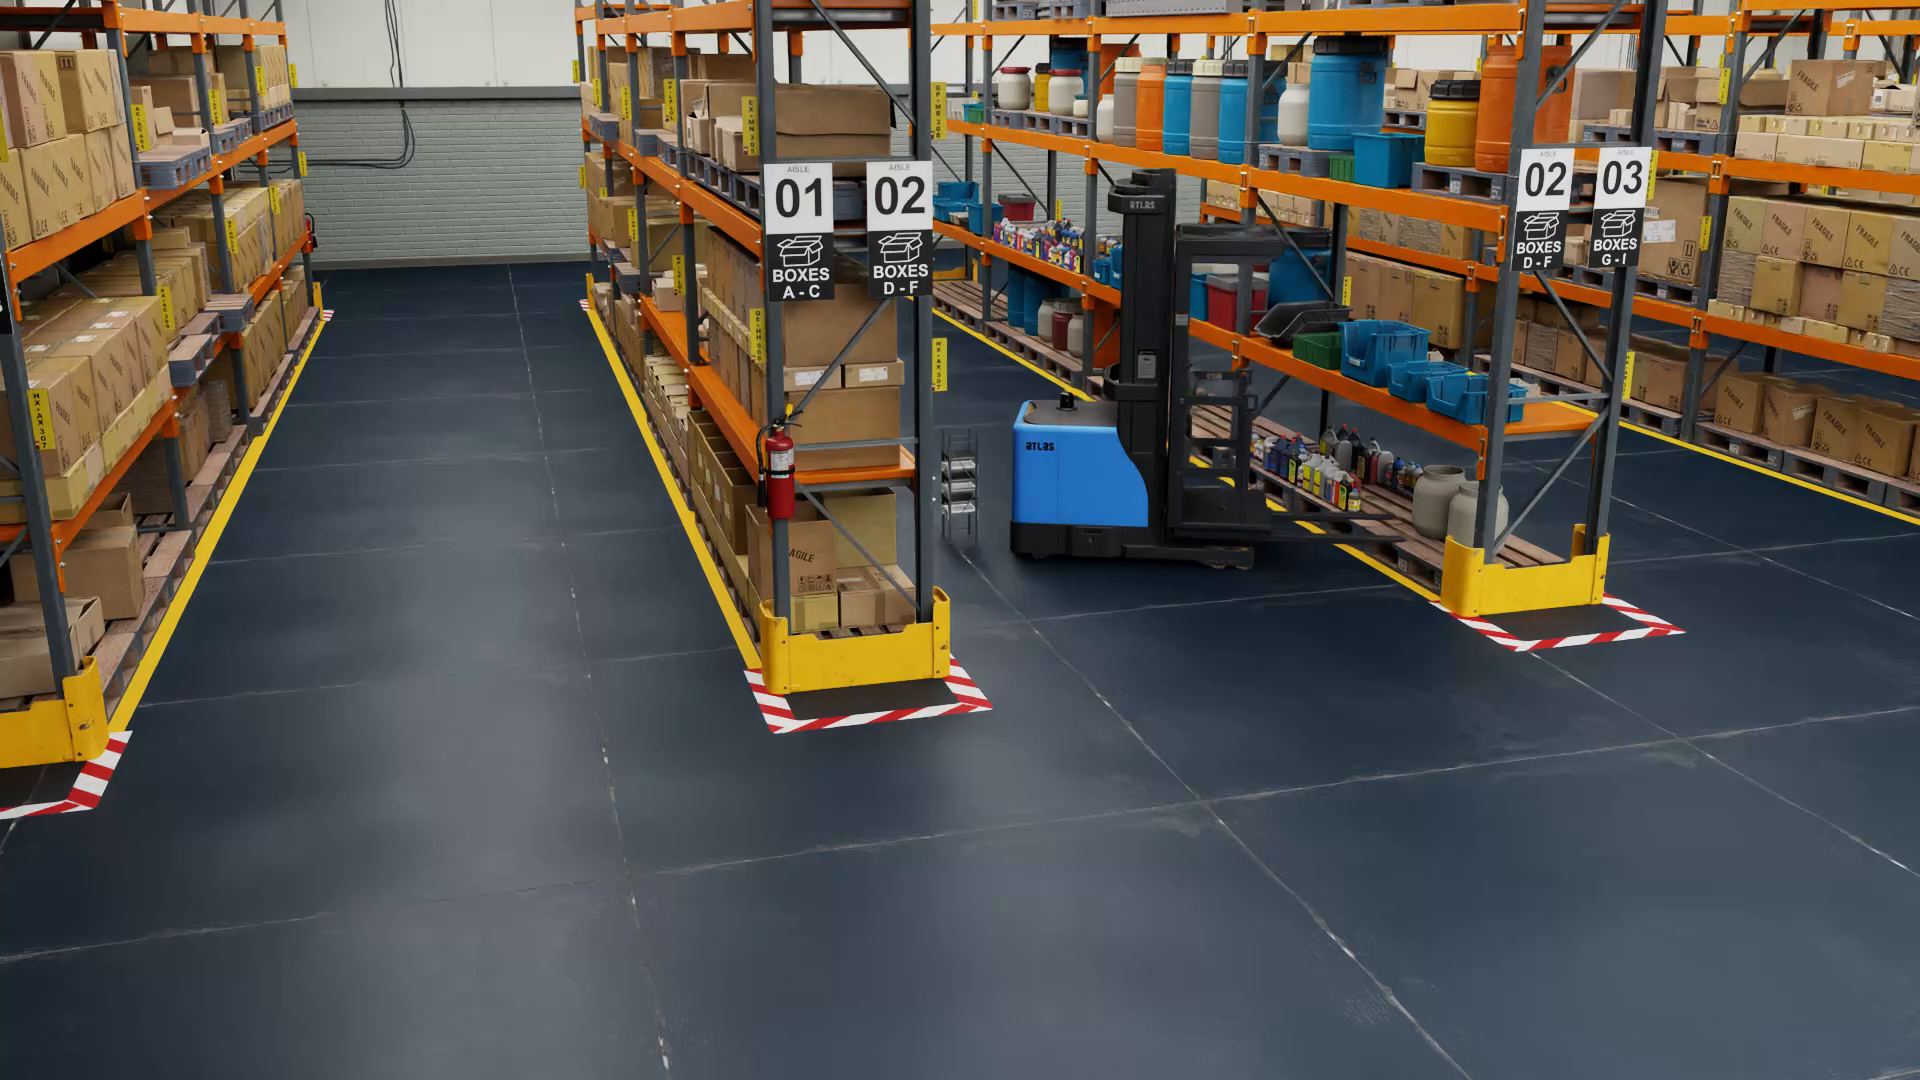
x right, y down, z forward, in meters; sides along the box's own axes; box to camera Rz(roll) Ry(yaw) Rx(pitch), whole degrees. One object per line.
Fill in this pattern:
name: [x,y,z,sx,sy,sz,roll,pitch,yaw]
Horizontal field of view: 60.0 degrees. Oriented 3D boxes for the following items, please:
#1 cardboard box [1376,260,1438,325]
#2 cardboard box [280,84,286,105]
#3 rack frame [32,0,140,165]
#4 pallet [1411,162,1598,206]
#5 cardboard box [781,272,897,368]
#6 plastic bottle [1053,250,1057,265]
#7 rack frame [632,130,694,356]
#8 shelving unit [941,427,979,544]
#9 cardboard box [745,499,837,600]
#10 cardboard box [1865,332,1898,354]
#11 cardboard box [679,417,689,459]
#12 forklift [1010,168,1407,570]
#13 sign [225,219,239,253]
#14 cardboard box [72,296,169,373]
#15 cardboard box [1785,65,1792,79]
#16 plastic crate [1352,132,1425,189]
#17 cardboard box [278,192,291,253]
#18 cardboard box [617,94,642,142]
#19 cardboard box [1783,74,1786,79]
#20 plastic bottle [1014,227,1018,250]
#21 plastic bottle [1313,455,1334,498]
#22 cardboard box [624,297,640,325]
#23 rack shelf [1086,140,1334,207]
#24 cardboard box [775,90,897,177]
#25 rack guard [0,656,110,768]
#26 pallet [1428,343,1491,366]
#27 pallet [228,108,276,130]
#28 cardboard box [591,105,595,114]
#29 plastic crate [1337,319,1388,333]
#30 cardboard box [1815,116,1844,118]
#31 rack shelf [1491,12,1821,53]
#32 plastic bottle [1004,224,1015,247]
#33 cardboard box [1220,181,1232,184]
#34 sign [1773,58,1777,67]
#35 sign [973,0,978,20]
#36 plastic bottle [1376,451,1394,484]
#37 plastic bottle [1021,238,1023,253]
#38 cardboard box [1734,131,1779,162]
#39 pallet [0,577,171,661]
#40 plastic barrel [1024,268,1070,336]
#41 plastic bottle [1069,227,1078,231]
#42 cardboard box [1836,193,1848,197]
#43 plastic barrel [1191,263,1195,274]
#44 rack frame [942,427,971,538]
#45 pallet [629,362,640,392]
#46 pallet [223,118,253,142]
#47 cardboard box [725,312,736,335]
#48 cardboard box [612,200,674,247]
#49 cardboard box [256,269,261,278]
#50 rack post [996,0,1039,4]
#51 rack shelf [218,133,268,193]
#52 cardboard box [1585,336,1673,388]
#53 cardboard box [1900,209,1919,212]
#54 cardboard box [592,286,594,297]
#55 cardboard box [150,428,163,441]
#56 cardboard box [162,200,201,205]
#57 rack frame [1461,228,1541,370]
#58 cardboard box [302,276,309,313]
cardboard box: [6.256,-3.196,21.841,1.225,0.875,0.875,-5,17,-15]
cardboard box: [-9.223,-5.899,22.019,0.500,0.250,0.500,-5,18,-17]
rack frame: [-6.526,-4.164,11.674,1.000,3.000,0.127,-5,17,-15]
pallet: [3.966,-2.551,11.844,1.003,0.211,1.213,-5,17,-15]
cardboard box: [-0.795,-1.392,10.442,0.700,0.500,0.500,-5,17,-15]
plastic bottle: [1.168,-3.396,19.888,0.097,0.201,0.097,0,17,0]
rack frame: [-2.863,-2.790,17.528,1.000,3.000,0.127,-5,17,-15]
shelving unit: [-0.002,-0.433,13.330,0.258,0.900,0.210,-5,17,-15]
cardboard box: [-1.098,0.054,10.804,0.500,0.500,0.500,-5,17,-15]
cardboard box: [8.071,-1.709,14.363,0.380,0.149,0.250,-5,17,-15]
cardboard box: [-2.151,-0.926,14.396,0.500,0.311,0.500,-5,17,-15]
forklift: [1.944,-1.336,12.806,3.031,2.935,1.130,2,17,7]
sign: [-7.106,-2.960,16.217,0.100,0.325,0.005,-5,17,-15]
cardboard box: [-6.098,-1.482,12.094,0.500,0.500,0.500,-5,17,-15]
cardboard box: [10.943,-6.020,21.560,0.396,0.266,0.258,-5,17,-15]
plastic crate: [3.286,-2.901,12.709,0.392,0.384,0.575,-5,17,-15]
cardboard box: [-9.053,-4.002,21.038,0.980,0.700,0.700,-5,17,-17]
cardboard box: [-3.298,-4.678,18.423,0.910,0.500,0.500,-5,17,-15]
cardboard box: [14.356,-7.794,28.221,0.500,0.311,0.500,-4,17,-14]
plastic bottle: [0.736,-3.851,21.260,0.061,0.283,0.133,-5,17,-15]
plastic bottle: [3.043,-0.539,13.873,0.144,0.351,0.185,-4,17,-13]
cardboard box: [-3.651,-2.701,19.507,0.500,0.250,0.500,-5,17,-16]
rack shelf: [2.450,-3.720,16.658,1.077,0.370,4.000,-5,17,-15]
cardboard box: [-0.818,-2.491,10.164,0.797,0.503,0.637,-3,17,-11]
rack guard: [-5.447,0.991,9.283,1.175,0.500,0.348,-5,17,-15]
pallet: [6.519,-2.461,21.278,1.003,0.211,1.213,-5,17,-15]
pallet: [-8.939,-5.125,20.241,1.003,0.211,1.213,-5,17,-15]
cardboard box: [-4.625,-5.652,22.100,0.500,0.250,0.500,-5,17,-15]
plastic crate: [3.565,-1.719,14.218,0.499,0.251,0.616,-5,17,-15]
cardboard box: [8.115,-3.874,15.487,0.380,0.149,0.250,-4,17,-15]
rack shelf: [7.212,-5.356,17.588,1.077,0.370,4.000,-5,17,-15]
plastic bottle: [0.663,-3.969,21.666,0.152,0.276,0.135,-5,17,-15]
cardboard box: [4.474,-5.923,26.396,0.500,0.500,0.500,-5,17,-17]
sign: [14.518,-8.431,29.689,0.100,0.325,0.005,-5,17,-15]
sign: [0.227,-8.160,25.538,0.100,0.325,0.005,-5,17,-15]
plastic bottle: [3.636,-0.638,14.331,0.152,0.276,0.135,-4,17,-14]
plastic bottle: [0.822,-3.744,21.047,0.097,0.201,0.097,0,17,0]
cardboard box: [7.640,-3.686,15.556,0.500,0.250,0.500,-5,18,-17]
pallet: [-5.968,0.565,11.203,1.003,0.211,1.213,-5,17,-15]
plastic barrel: [1.129,-3.136,21.595,0.600,0.901,0.708,-5,17,-15]
plastic bottle: [1.459,-3.904,21.450,0.152,0.276,0.135,-5,17,-15]
cardboard box: [11.518,-4.447,21.715,0.380,0.149,0.250,-5,17,-15]
plastic barrel: [2.504,-2.850,17.533,0.421,0.512,0.421,0,17,0]
rack frame: [-0.030,-0.461,13.424,0.240,0.900,0.006,-5,17,-15]
pallet: [-3.364,-2.001,19.748,1.003,0.211,1.213,-5,17,-15]
pallet: [-8.425,-4.599,18.668,0.805,0.209,1.217,-5,18,-17]
cardboard box: [-1.518,-1.597,12.252,0.380,0.149,0.250,-5,17,-17]
cardboard box: [-3.797,-3.812,20.025,0.700,0.500,0.500,-2,17,-6]
cardboard box: [-8.107,-3.038,18.753,0.380,0.149,0.250,-5,17,-15]
rack post: [1.003,-6.889,20.875,0.937,0.300,0.954,-5,17,-16]
rack shelf: [-8.175,-4.043,17.734,1.077,0.370,4.000,-5,17,-15]
cardboard box: [7.347,-1.939,18.275,0.700,0.500,0.500,-6,18,-20]
cardboard box: [8.560,-2.617,14.523,0.500,0.500,0.500,-5,17,-15]
cardboard box: [-5.277,-3.706,24.765,0.380,0.149,0.250,-5,17,-15]
cardboard box: [-6.868,-0.988,13.803,0.500,0.250,0.500,-5,17,-16]
cardboard box: [-8.416,-3.488,17.822,0.500,0.250,0.500,-5,17,-17]
rack frame: [6.663,-3.573,20.131,1.000,3.000,0.127,-5,17,-15]
cardboard box: [-9.535,-3.429,23.268,0.700,0.500,0.500,-5,17,-15]
